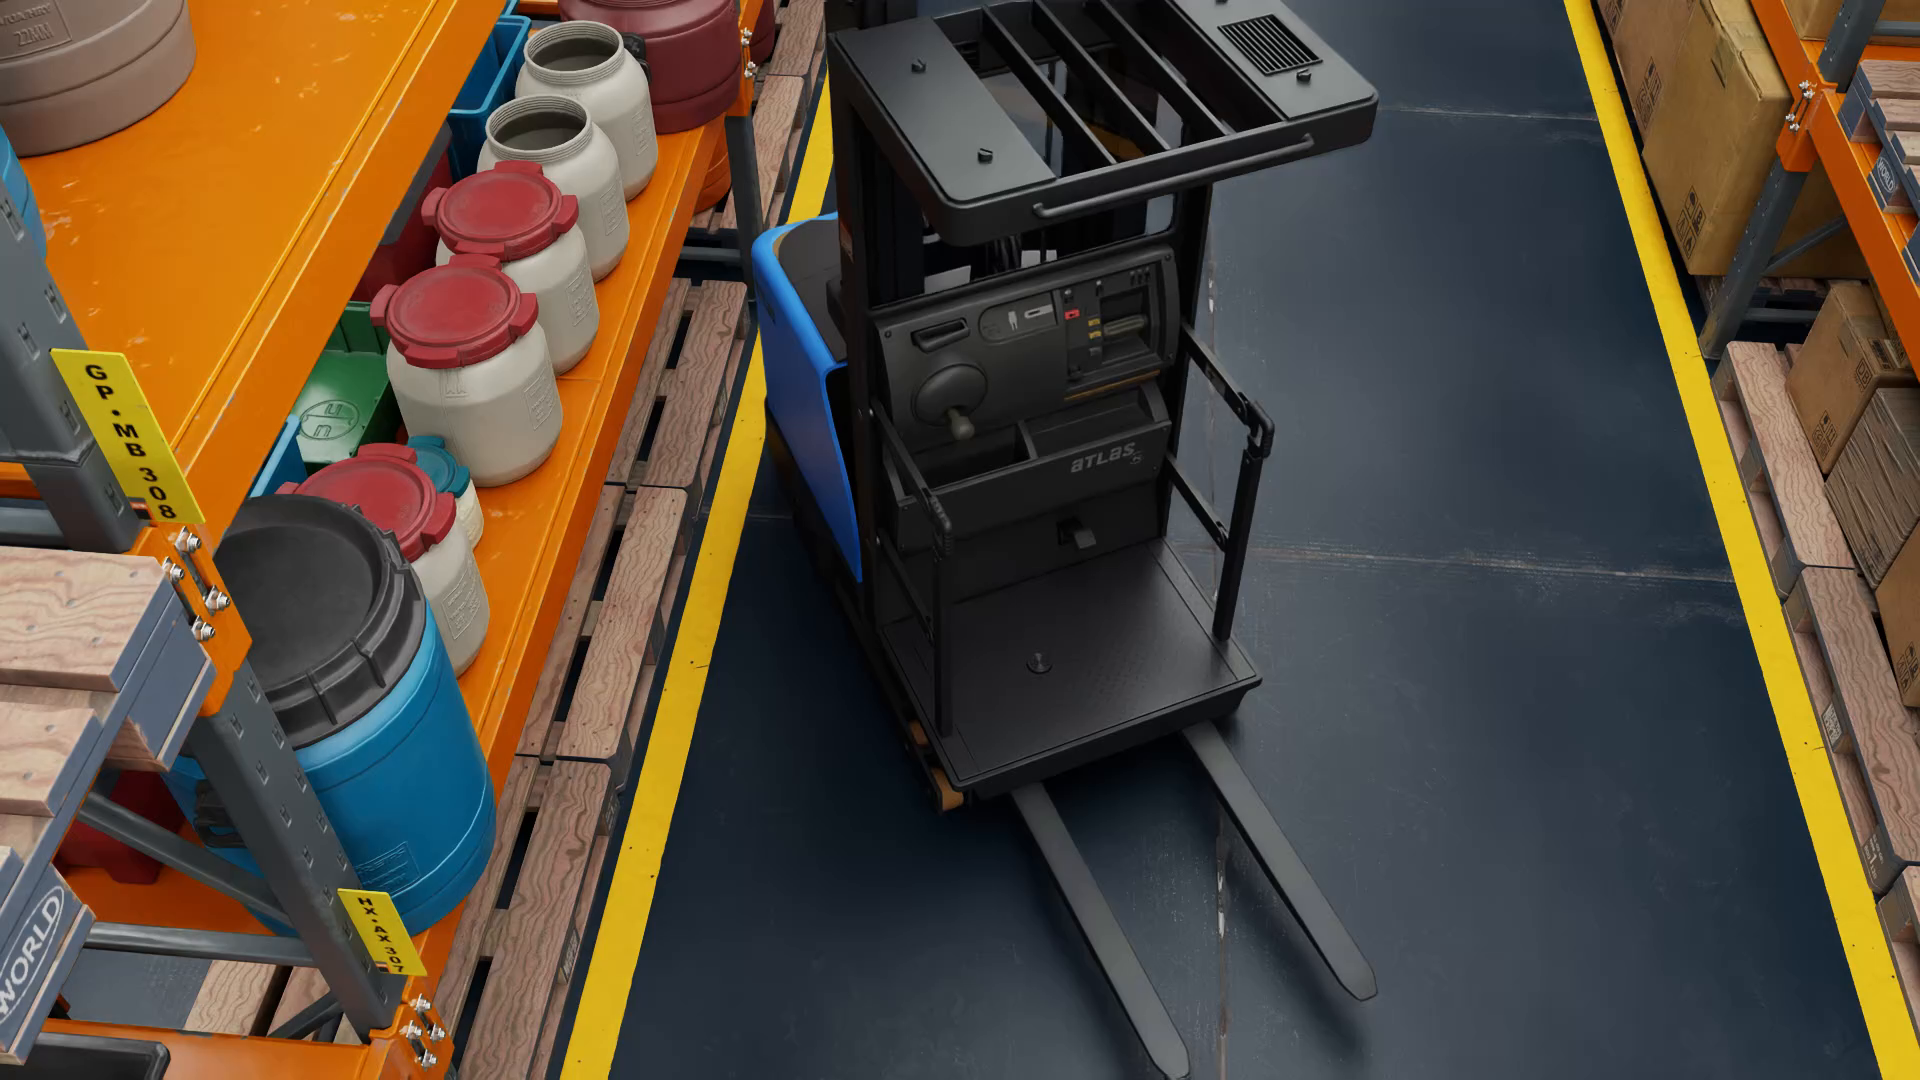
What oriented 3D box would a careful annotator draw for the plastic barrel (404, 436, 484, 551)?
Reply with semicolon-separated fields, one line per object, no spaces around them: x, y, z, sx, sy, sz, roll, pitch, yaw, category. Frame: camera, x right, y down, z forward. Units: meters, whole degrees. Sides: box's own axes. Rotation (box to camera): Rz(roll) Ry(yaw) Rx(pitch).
-1.421;-0.083;4.387;0.301;0.262;0.301;0;48;0;plastic barrel

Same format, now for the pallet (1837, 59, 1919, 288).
3.643;-1.178;5.424;1.213;0.211;1.003;4;48;4;pallet

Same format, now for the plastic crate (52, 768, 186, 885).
-1.955;0.435;3.776;0.402;0.464;0.583;4;48;4;plastic crate

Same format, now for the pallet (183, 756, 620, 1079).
-1.662;1.194;5.015;1.003;0.211;1.213;4;48;4;pallet

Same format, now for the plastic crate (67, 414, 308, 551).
-1.904;0.007;4.222;0.392;0.384;0.575;4;48;4;plastic crate

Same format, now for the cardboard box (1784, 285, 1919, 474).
3.561;-0.584;6.148;0.700;0.500;0.500;2;48;1;cardboard box

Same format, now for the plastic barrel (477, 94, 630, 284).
-1.250;-1.064;5.115;0.421;0.512;0.421;0;48;0;plastic barrel

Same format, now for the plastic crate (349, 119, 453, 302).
-1.782;-0.961;5.053;0.402;0.464;0.583;4;48;4;plastic crate

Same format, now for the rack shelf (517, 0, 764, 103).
-1.148;-3.333;7.753;1.077;0.370;4.000;4;48;4;rack shelf

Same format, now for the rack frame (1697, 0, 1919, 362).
3.602;-1.773;5.839;1.000;3.000;0.127;4;48;4;rack frame

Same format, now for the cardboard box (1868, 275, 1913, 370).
3.571;-0.837;5.870;0.500;0.250;0.500;6;48;5;cardboard box

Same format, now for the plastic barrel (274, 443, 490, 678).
-1.389;0.099;4.035;0.433;0.535;0.433;0;48;0;plastic barrel

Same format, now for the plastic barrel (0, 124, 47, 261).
-1.865;-0.737;2.519;0.600;0.901;0.708;4;48;4;plastic barrel

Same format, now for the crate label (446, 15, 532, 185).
-1.690;-1.406;5.480;0.502;0.435;0.616;4;48;4;crate label

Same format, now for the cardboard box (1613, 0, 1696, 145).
3.775;-2.358;7.529;1.225;0.875;0.875;4;48;4;cardboard box

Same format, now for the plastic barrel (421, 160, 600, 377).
-1.283;-0.758;4.819;0.433;0.535;0.433;0;48;0;plastic barrel

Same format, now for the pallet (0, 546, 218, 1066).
-1.663;0.421;1.927;1.213;0.211;1.003;4;48;4;pallet

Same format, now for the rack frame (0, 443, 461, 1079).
-1.695;0.833;3.455;1.000;3.000;0.127;4;48;4;rack frame

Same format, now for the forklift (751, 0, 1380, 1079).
0.299;-0.471;4.694;1.130;2.935;3.031;-17;50;-15;forklift

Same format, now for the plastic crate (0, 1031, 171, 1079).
-1.869;1.230;3.134;0.767;0.338;0.504;4;48;4;plastic crate

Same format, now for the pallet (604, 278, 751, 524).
-1.439;-0.599;6.654;1.003;0.211;1.213;4;48;4;pallet

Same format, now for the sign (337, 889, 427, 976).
-1.148;0.785;3.312;0.100;0.325;0.005;4;48;4;sign

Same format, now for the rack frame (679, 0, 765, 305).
-1.330;-2.106;6.144;1.000;3.000;0.127;4;48;4;rack frame

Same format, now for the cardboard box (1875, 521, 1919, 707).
3.478;0.241;5.393;0.700;0.500;0.500;7;48;7;cardboard box

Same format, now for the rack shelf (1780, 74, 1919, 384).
3.420;-0.061;4.760;1.077;0.370;4.000;4;48;4;rack shelf

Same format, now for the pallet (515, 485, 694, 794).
-1.553;0.295;5.837;1.003;0.211;1.213;4;48;4;pallet

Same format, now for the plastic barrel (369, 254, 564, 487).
-1.322;-0.440;4.528;0.433;0.535;0.433;0;48;0;plastic barrel

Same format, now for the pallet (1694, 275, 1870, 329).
3.749;-1.406;7.393;1.003;0.211;1.213;4;48;4;pallet

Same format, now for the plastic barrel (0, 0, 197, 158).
-1.805;-1.217;2.958;0.600;0.901;0.600;0;48;0;plastic barrel

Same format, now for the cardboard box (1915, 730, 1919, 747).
3.428;0.651;5.018;0.700;0.500;0.500;0;48;0;cardboard box

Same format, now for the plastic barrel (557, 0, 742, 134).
-1.071;-1.791;5.763;0.600;0.536;0.708;4;48;4;plastic barrel

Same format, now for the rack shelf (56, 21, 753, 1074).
-1.512;-0.394;5.065;1.077;0.370;4.000;4;48;4;rack shelf

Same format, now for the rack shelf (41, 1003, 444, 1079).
-1.877;2.545;2.377;1.077;0.370;4.000;4;48;4;rack shelf

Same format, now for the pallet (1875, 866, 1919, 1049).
3.307;1.535;4.703;1.003;0.211;1.213;4;48;4;pallet

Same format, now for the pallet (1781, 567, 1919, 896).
3.416;0.636;5.525;1.003;0.211;1.213;4;48;4;pallet

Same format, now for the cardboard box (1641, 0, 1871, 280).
3.686;-1.704;6.931;1.225;0.875;0.875;2;48;2;cardboard box

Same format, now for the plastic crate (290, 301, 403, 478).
-1.817;-0.394;4.721;0.450;0.188;0.662;4;48;4;plastic crate

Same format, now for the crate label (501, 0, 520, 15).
-1.742;-1.766;5.945;0.303;0.233;0.416;4;48;4;crate label

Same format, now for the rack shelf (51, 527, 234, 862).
-1.877;1.533;1.270;1.077;0.370;4.000;4;48;4;rack shelf

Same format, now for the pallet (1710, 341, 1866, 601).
3.529;-0.258;6.343;1.003;0.211;1.213;4;48;4;pallet

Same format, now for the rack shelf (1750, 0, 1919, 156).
3.784;-3.000;7.449;1.077;0.370;4.000;4;48;4;rack shelf

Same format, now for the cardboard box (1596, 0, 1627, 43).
3.848;-3.009;8.125;1.225;0.875;0.875;2;48;2;cardboard box

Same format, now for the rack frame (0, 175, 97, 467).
-1.695;-1.192;1.242;1.000;3.000;0.127;4;48;4;rack frame

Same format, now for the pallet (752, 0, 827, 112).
-1.186;-2.641;8.523;1.003;0.211;1.213;4;48;4;pallet

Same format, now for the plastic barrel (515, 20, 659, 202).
-1.211;-1.374;5.398;0.421;0.512;0.421;0;48;0;plastic barrel

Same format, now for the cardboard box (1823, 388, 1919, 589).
3.523;-0.176;5.774;0.700;0.500;0.500;0;48;0;cardboard box

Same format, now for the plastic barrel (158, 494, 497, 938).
-1.358;0.400;3.511;0.600;0.901;0.708;4;48;4;plastic barrel

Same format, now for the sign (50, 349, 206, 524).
-1.148;-0.137;2.304;0.100;0.325;0.005;4;48;4;sign

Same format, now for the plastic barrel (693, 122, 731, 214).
-1.303;-1.876;7.119;0.600;0.830;0.708;4;48;4;plastic barrel

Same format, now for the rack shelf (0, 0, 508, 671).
-1.512;-1.406;3.958;1.077;0.370;4.000;4;48;4;rack shelf

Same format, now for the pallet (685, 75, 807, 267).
-1.300;-1.747;7.705;1.003;0.211;1.213;4;48;4;pallet

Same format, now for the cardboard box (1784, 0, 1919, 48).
3.400;-2.186;6.149;0.500;0.500;0.500;5;48;5;cardboard box

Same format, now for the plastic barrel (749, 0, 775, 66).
-1.200;-2.625;7.967;0.600;0.588;0.708;4;48;4;plastic barrel
